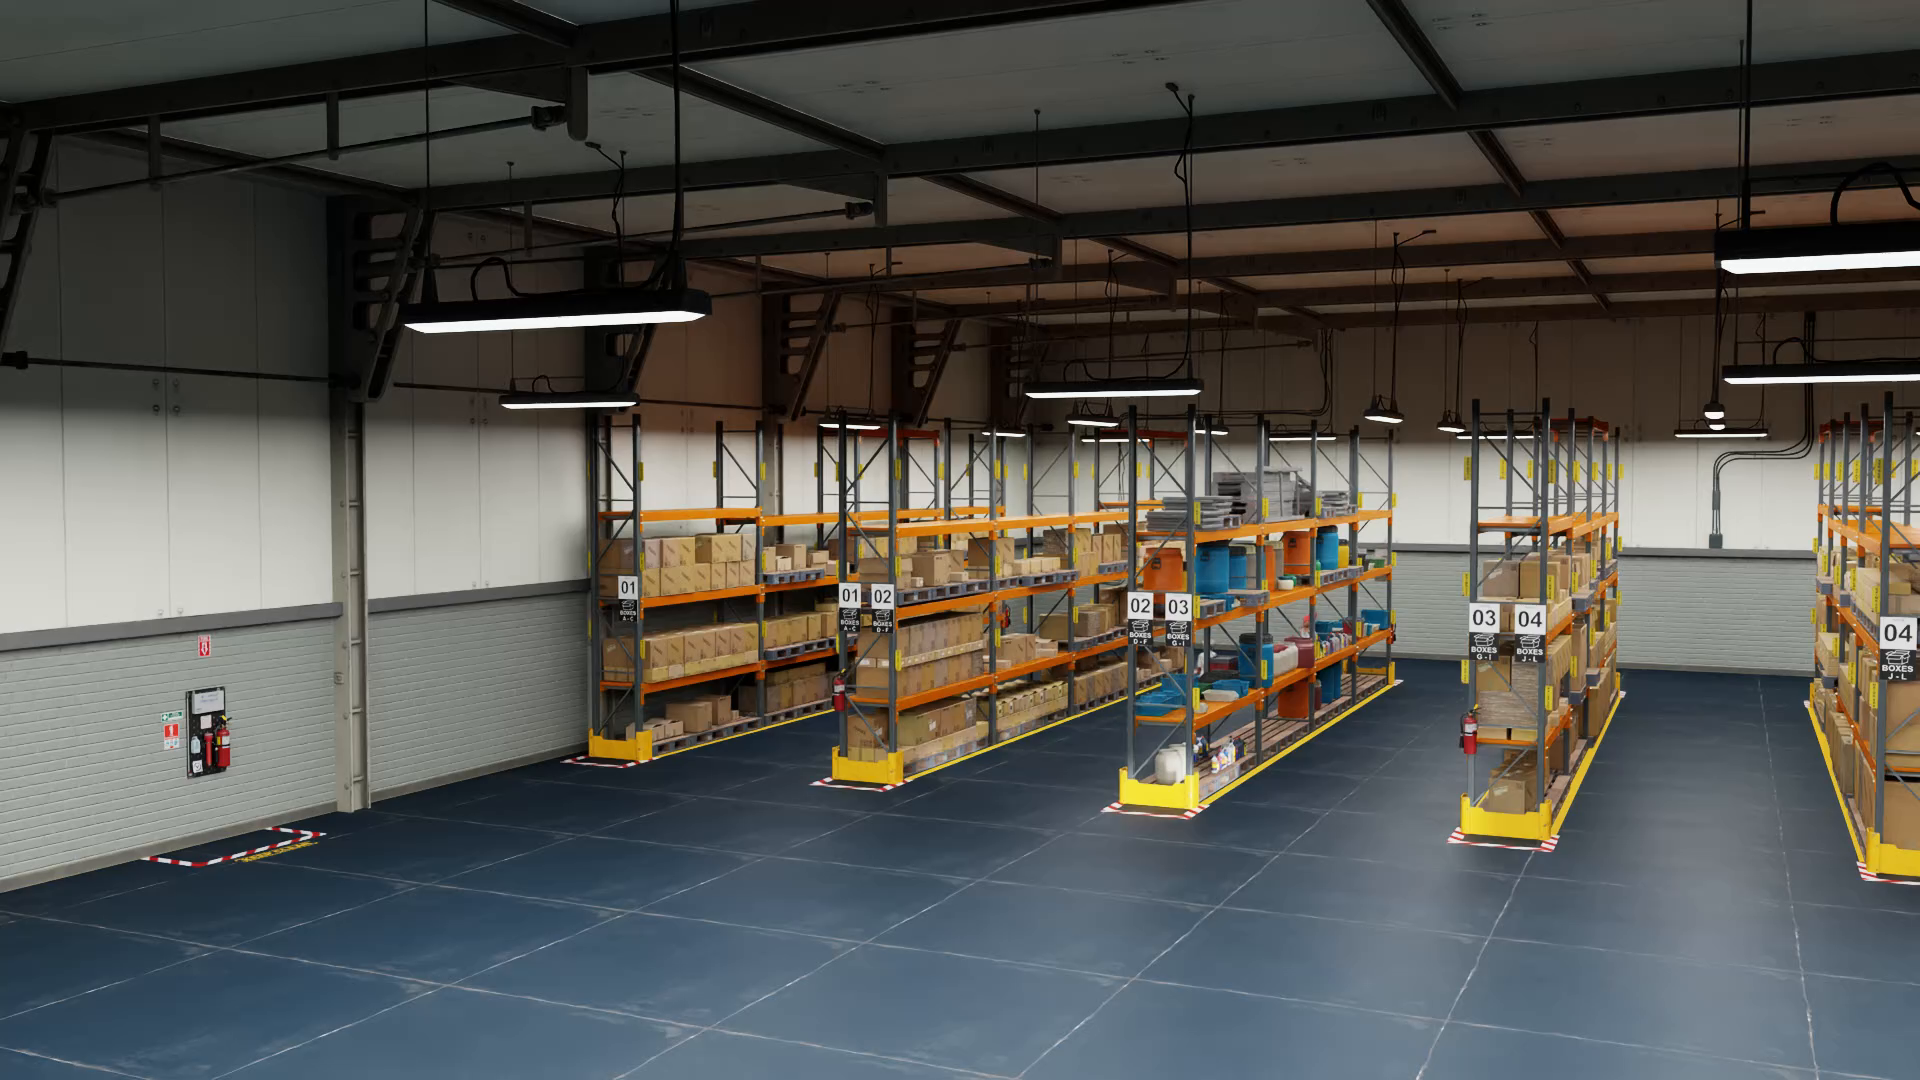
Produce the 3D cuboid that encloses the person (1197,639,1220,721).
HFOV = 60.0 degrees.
[{"bbox_3d":[4.944,2.800,32.993,0.497,1.677,0.457,2,3,33],"label":"person"}]

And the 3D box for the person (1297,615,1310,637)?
[{"bbox_3d":[7.836,2.574,37.767,0.659,1.745,1.071,2,3,45],"label":"person"}]
